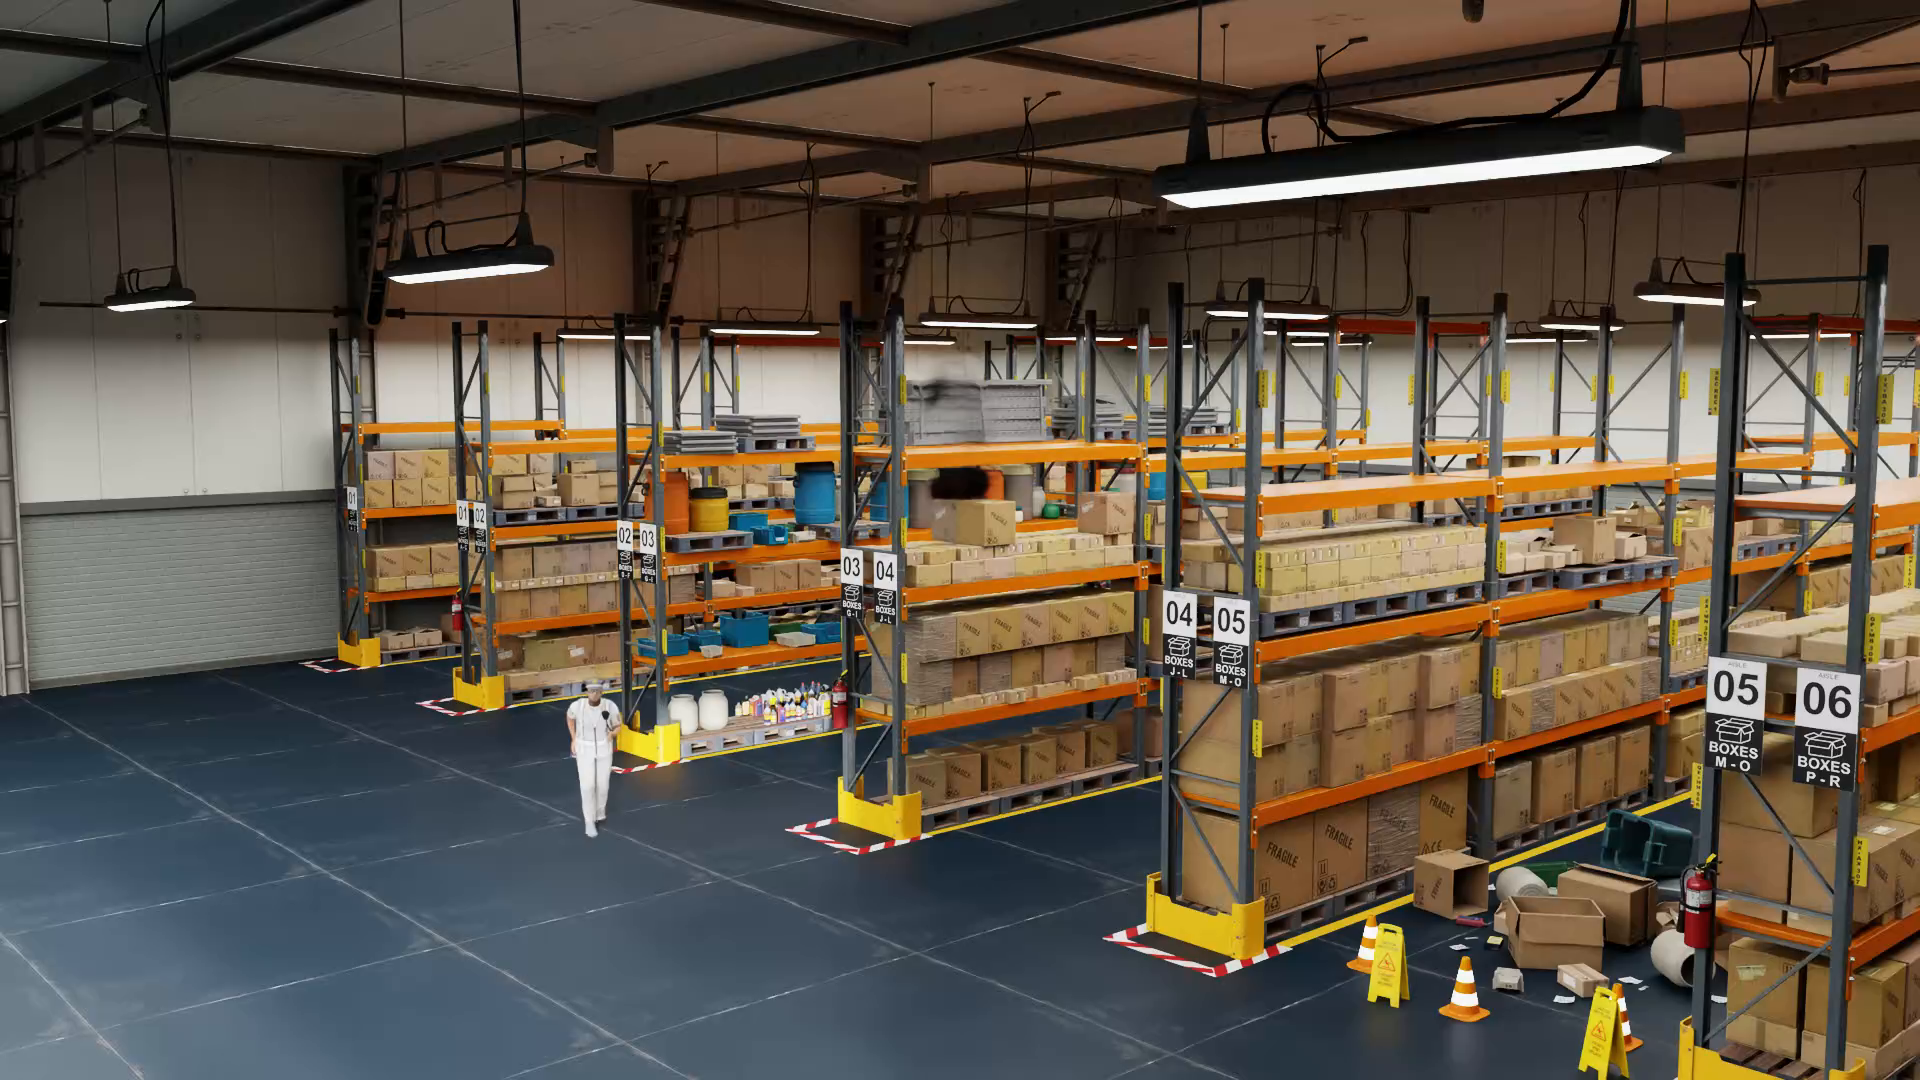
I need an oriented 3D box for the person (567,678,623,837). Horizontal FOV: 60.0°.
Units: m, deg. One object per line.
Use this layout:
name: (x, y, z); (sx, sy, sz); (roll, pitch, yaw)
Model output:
person: (-4.143, 2.447, 18.925); (0.589, 1.838, 0.912); (-2, 6, -20)
